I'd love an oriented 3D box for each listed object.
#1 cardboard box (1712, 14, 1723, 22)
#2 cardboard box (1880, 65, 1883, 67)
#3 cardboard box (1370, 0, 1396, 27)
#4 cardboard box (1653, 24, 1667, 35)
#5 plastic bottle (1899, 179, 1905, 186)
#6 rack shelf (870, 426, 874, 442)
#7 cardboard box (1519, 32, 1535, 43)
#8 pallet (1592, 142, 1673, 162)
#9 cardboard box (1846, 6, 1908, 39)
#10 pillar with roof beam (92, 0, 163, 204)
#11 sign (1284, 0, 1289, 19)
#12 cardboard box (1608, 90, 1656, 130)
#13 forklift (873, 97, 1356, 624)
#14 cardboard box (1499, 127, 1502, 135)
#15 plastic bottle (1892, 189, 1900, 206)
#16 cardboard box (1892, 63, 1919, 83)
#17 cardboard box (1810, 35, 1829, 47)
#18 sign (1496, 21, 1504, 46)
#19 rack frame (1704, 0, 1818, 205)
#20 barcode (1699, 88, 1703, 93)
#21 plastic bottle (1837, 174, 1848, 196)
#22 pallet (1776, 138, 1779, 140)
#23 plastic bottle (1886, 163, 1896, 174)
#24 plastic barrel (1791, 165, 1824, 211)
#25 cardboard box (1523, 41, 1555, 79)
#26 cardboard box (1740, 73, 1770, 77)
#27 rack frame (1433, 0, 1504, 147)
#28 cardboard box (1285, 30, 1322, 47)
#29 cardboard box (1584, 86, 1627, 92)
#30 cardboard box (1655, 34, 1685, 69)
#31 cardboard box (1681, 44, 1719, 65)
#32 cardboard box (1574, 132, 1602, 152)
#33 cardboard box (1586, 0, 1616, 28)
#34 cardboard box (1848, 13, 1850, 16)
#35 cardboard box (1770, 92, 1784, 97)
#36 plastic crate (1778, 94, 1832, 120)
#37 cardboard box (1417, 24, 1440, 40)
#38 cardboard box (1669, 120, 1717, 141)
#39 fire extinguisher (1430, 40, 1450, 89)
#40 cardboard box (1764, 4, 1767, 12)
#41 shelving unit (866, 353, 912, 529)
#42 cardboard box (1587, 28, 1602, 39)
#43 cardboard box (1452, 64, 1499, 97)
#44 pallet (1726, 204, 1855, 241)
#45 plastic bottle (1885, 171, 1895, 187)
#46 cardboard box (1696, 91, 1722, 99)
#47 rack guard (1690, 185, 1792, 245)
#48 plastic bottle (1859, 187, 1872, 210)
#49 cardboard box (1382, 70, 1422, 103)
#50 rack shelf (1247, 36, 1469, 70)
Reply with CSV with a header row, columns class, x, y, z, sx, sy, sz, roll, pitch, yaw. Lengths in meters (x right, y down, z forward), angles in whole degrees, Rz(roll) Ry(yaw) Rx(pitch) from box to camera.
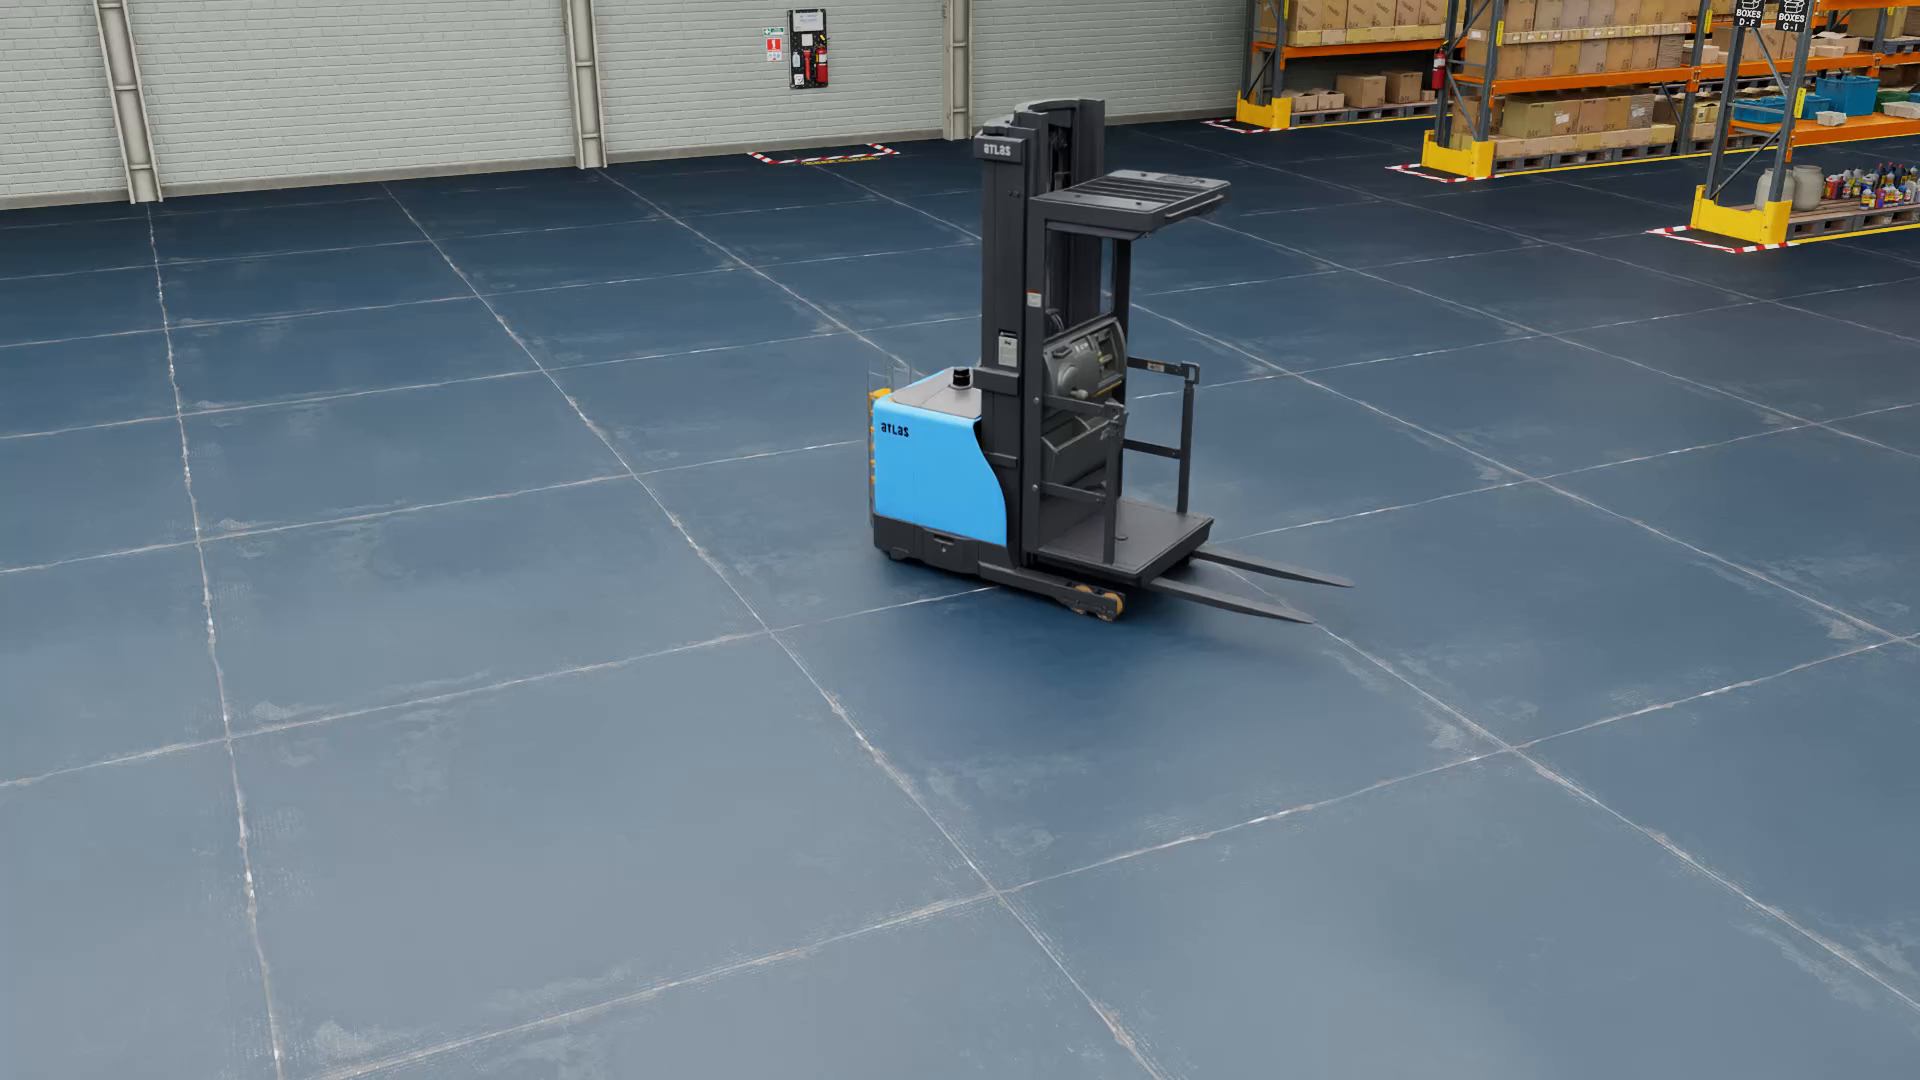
class,x,y,z,sx,sy,sz,roll,pitch,yaw
cardboard box,14.327,-9.986,31.755,0.250,0.149,0.380,-10,24,-22
cardboard box,18.483,-9.952,34.088,0.500,0.500,0.700,-11,25,-24
cardboard box,7.042,-9.006,28.274,0.500,0.500,0.500,-10,24,-22
cardboard box,10.249,-7.591,24.688,0.250,0.149,0.380,-11,25,-25
plastic bottle,11.891,-4.409,20.956,0.133,0.283,0.061,-10,25,-24
rack shelf,-0.471,-0.709,11.197,0.258,0.103,0.180,17,28,35
cardboard box,7.939,-7.167,23.663,0.250,0.149,0.380,-11,25,-25
pallet,10.125,-6.043,25.573,1.213,0.211,1.003,-10,25,-24
cardboard box,14.983,-8.496,27.173,0.700,0.500,0.500,21,30,41
pillar with roof beam,-8.992,-7.209,16.899,0.400,9.000,9.100,-10,25,-24
sign,5.339,-8.705,27.226,0.005,0.325,0.100,-10,25,-24
cardboard box,10.081,-6.488,25.067,0.500,0.500,0.500,-10,25,-24
forklift,0.941,-1.098,10.070,3.031,2.935,1.130,14,26,31
cardboard box,8.056,-5.987,24.837,0.500,0.250,0.500,-10,25,-24
plastic bottle,11.658,-4.271,20.730,0.097,0.201,0.097,0,22,0
cardboard box,16.174,-7.925,28.187,0.500,0.250,0.500,-11,25,-25
cardboard box,13.574,-7.990,26.746,0.500,0.311,0.500,-11,25,-24
sign,7.491,-7.030,23.075,0.005,0.325,0.100,-10,25,-24
rack frame,9.401,-5.078,19.595,0.127,3.000,1.000,-10,25,-24
barcode,11.271,-6.840,25.289,0.075,0.075,0.001,-10,25,-24
plastic bottle,11.229,-4.534,21.267,0.135,0.276,0.152,-11,25,-25
pallet,13.706,-6.701,27.162,1.213,0.211,1.003,-10,25,-24
plastic bottle,12.098,-4.730,21.643,0.185,0.351,0.144,-10,24,-22
plastic barrel,10.412,-4.341,20.519,0.421,0.512,0.421,0,22,0
cardboard box,8.153,-6.993,24.092,0.500,0.500,0.700,-10,24,-22
cardboard box,15.387,-9.531,32.614,0.750,0.750,0.750,-10,25,-23
rack frame,7.256,-6.785,23.720,0.127,3.000,1.000,-10,25,-24
cardboard box,5.681,-8.403,27.799,0.500,0.250,0.500,-11,25,-25
cardboard box,9.859,-6.664,25.493,0.500,0.500,0.500,-10,25,-24
cardboard box,10.463,-7.419,25.121,0.500,0.500,0.700,-11,25,-25
cardboard box,11.285,-7.476,25.586,0.500,0.250,0.500,-9,24,-20
cardboard box,9.188,-5.970,24.795,0.500,0.250,0.500,-10,25,-24
cardboard box,9.106,-7.769,24.270,0.500,0.500,0.700,-10,25,-24
cardboard box,17.724,-10.949,33.386,0.700,0.700,0.980,-12,25,-26
cardboard box,13.178,-6.952,26.436,0.500,0.311,0.500,-11,25,-24
plastic crate,10.310,-5.301,20.329,0.408,0.251,0.499,-10,25,-24
cardboard box,7.960,-8.833,28.836,0.500,0.250,0.500,-10,25,-23
cardboard box,11.331,-6.354,25.724,0.500,0.250,0.500,-11,25,-25
fire extinguisher,6.948,-6.890,24.075,0.183,0.674,0.296,-10,25,-24
cardboard box,15.155,-10.424,31.965,0.500,0.500,0.500,-10,25,-23
shelving unit,-0.471,-0.639,11.225,0.258,1.200,0.189,17,28,35
cardboard box,9.088,-7.377,24.171,0.250,0.149,0.380,-10,25,-23
cardboard box,9.364,-8.332,30.149,0.500,0.500,0.700,-10,24,-22
pallet,10.183,-3.951,20.519,1.213,0.211,1.003,-10,25,-24
plastic bottle,12.019,-4.627,21.499,0.097,0.271,0.097,0,22,0
cardboard box,12.017,-6.968,26.474,0.500,0.311,0.500,-11,25,-24
rack guard,9.449,-3.952,20.143,0.348,0.500,1.175,-10,25,-24
plastic bottle,11.170,-4.214,20.500,0.097,0.271,0.097,0,22,0
cardboard box,7.790,-8.018,29.391,0.500,0.500,0.500,-12,26,-28
rack shelf,6.906,-8.491,28.782,4.000,0.370,1.077,-10,25,-24
